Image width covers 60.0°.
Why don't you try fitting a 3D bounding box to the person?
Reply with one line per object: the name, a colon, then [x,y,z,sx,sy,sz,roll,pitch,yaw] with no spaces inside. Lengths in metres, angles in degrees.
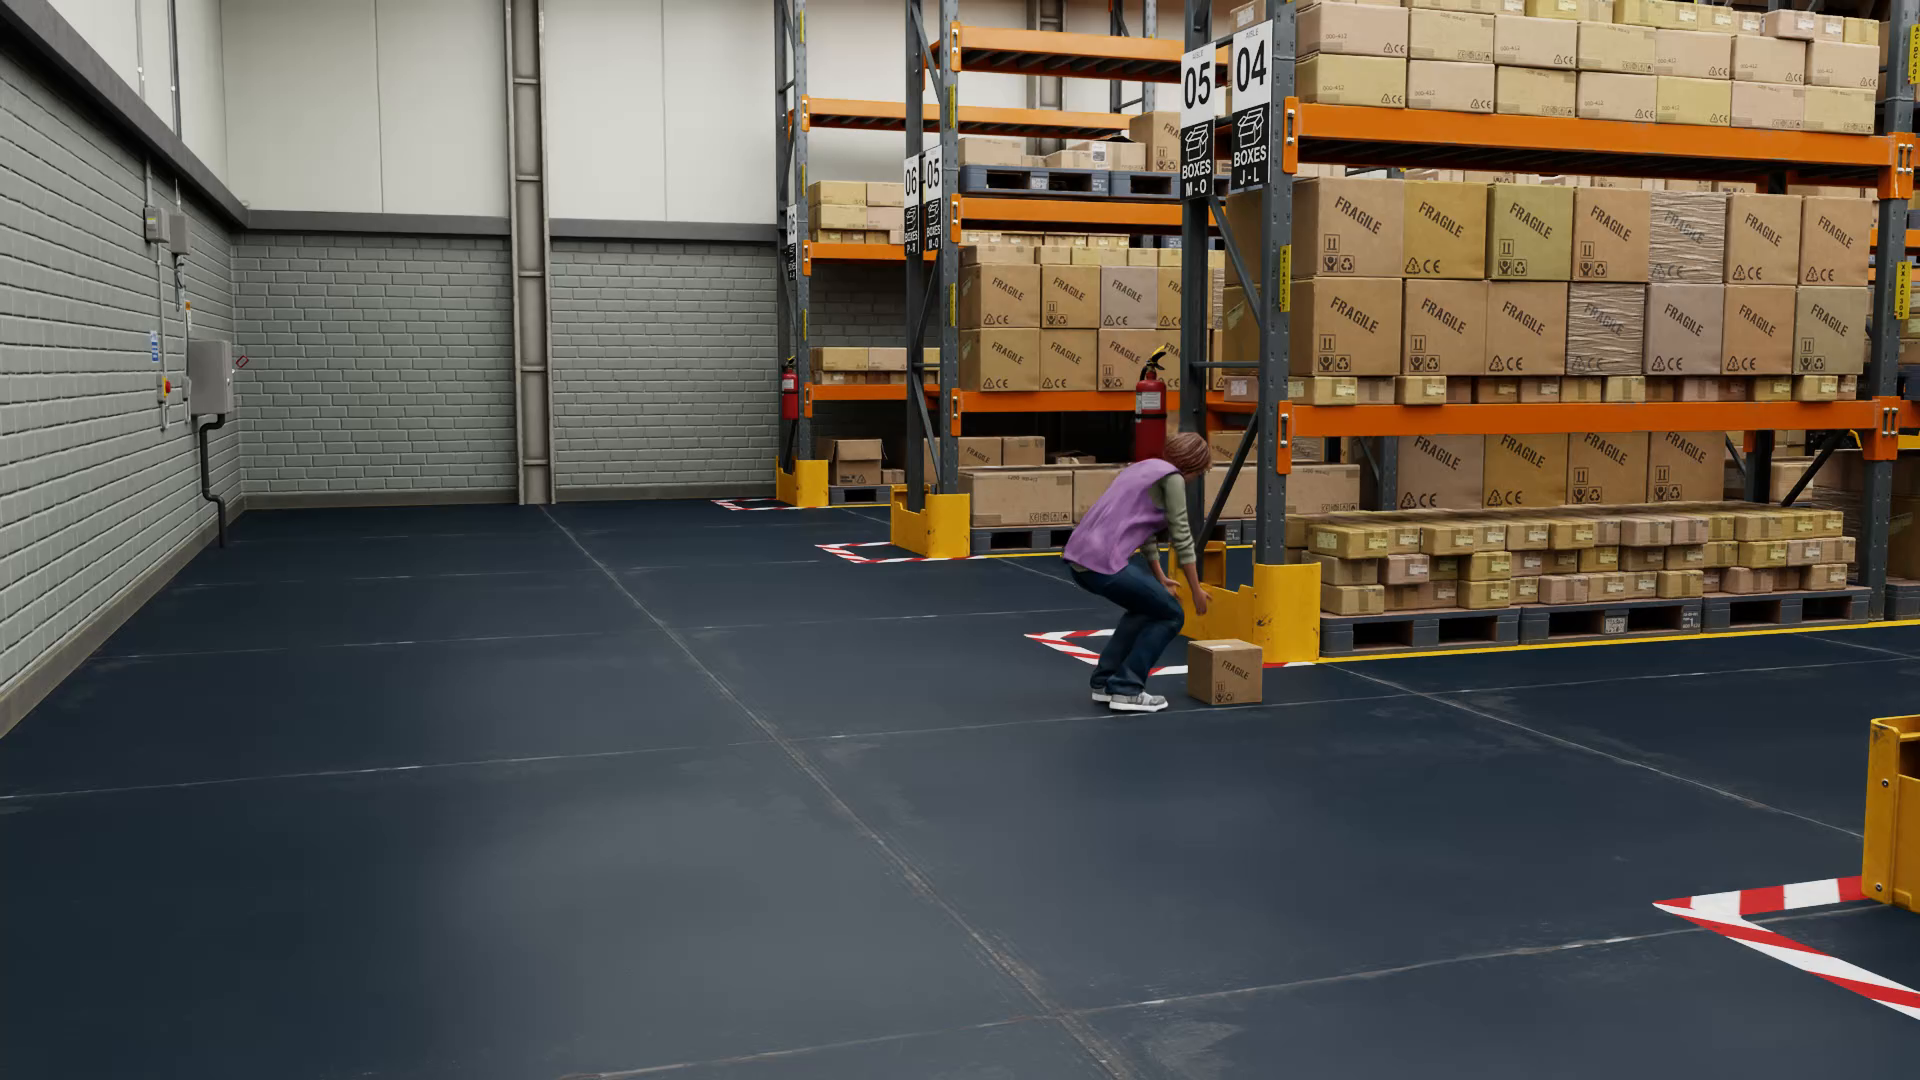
person: [0.883,0.373,7.402,0.872,0.768,0.428,-2,6,-21]
